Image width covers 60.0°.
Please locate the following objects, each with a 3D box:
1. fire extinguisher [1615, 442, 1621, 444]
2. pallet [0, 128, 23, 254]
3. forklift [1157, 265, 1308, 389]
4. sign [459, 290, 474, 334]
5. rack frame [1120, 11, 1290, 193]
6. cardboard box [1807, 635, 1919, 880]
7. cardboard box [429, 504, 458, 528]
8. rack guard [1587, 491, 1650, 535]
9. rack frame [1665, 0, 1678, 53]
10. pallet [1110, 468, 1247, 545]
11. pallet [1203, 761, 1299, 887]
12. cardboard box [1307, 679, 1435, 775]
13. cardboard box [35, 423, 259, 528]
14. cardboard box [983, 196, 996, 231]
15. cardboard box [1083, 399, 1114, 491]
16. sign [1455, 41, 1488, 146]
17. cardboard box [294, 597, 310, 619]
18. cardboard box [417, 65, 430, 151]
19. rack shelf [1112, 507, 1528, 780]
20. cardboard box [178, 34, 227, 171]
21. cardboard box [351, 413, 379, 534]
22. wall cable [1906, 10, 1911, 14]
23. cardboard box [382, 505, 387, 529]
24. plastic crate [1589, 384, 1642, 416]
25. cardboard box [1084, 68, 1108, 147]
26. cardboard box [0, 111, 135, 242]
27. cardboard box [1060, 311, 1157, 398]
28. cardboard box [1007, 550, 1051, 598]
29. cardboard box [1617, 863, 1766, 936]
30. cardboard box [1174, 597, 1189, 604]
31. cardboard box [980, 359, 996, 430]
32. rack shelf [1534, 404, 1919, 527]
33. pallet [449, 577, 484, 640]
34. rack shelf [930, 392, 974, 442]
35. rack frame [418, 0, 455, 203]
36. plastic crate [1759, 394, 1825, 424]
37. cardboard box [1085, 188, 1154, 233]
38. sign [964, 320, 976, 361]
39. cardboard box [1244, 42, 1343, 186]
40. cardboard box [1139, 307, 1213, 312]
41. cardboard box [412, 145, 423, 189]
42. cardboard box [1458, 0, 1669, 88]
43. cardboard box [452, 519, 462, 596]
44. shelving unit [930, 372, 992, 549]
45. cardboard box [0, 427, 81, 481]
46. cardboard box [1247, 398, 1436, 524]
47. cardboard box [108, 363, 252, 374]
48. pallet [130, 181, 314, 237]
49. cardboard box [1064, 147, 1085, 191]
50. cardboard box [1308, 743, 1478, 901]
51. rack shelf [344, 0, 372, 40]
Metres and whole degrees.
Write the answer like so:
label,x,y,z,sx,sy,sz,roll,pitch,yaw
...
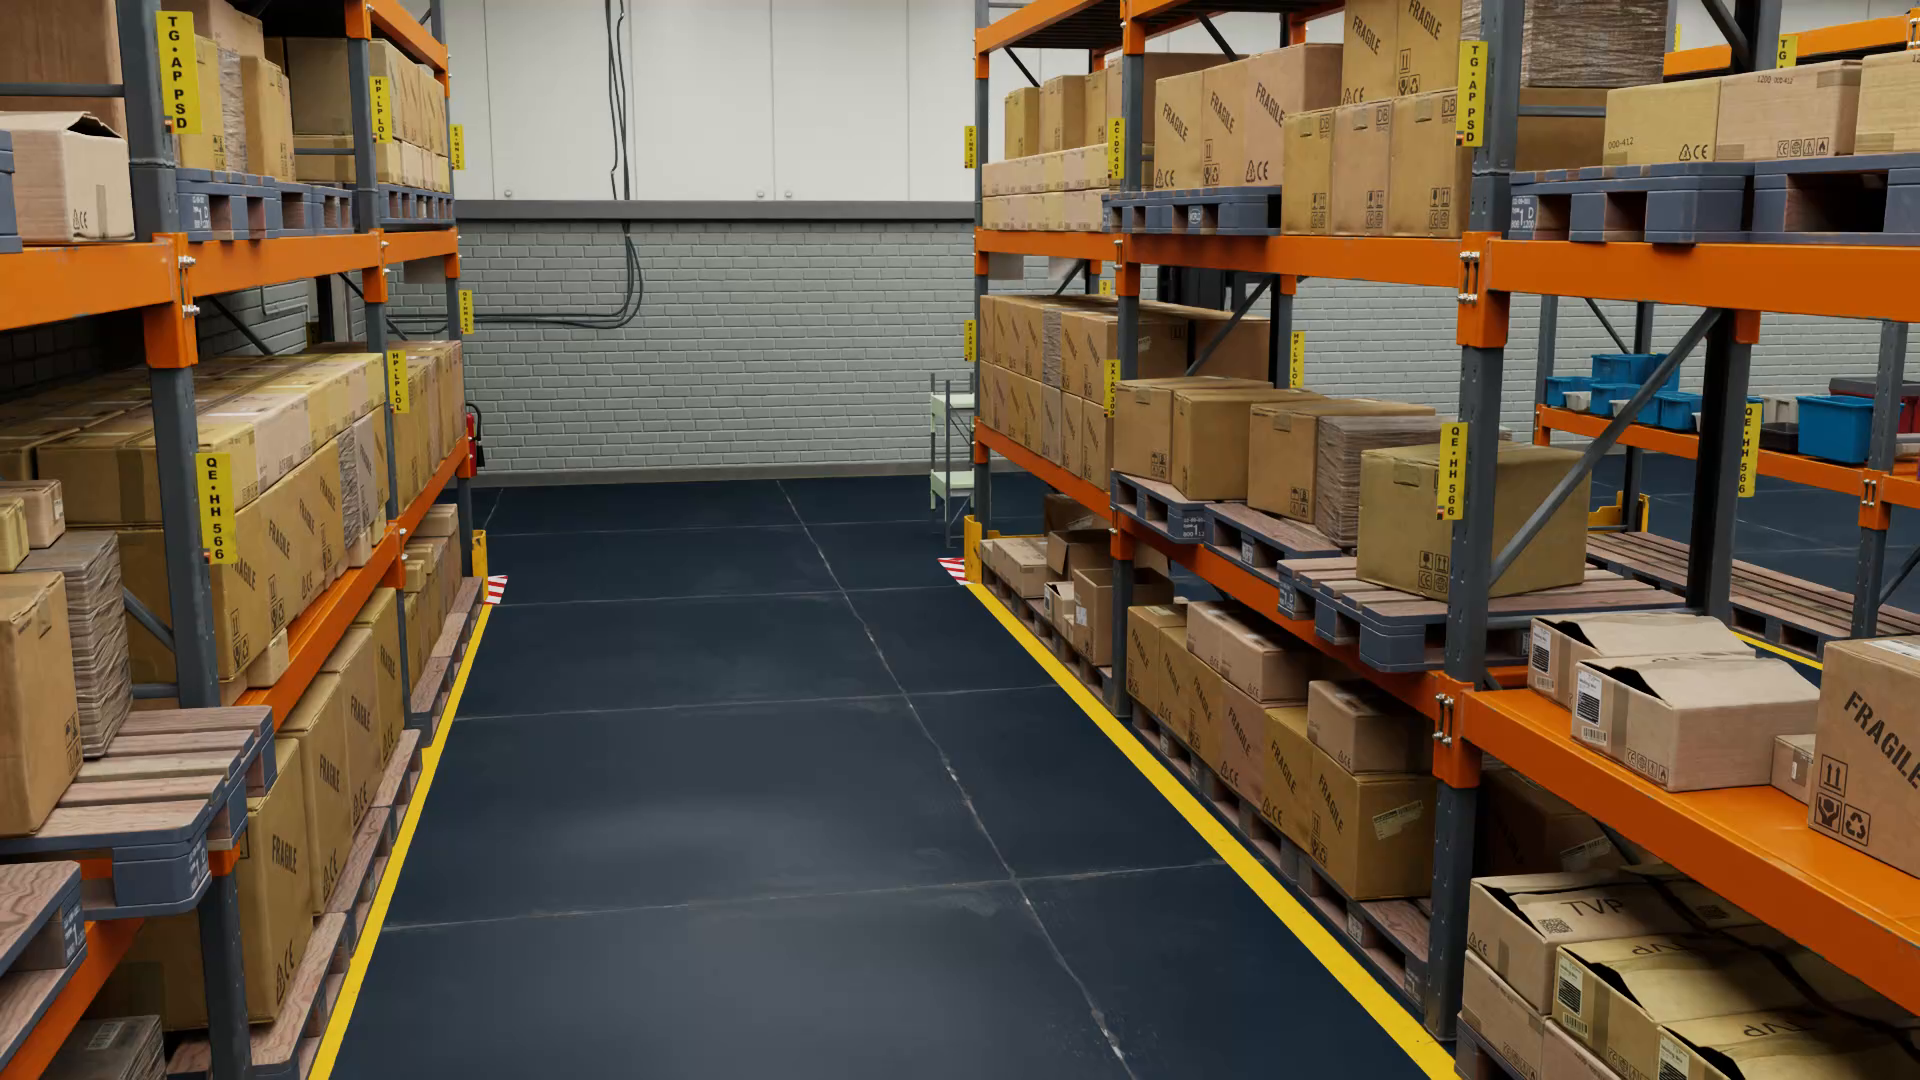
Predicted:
label,x,y,z,sx,sy,sz,roll,pitch,yaw
fire extinguisher,5.893,-1.189,14.679,0.296,0.674,0.183,-2,11,-11
pallet,-2.128,-0.493,2.300,1.213,0.211,1.003,-2,11,-11
forklift,2.660,-1.592,15.775,3.031,2.935,1.130,-3,11,-13
sign,-3.706,-1.708,12.472,0.100,0.325,0.005,-2,11,-11
rack frame,1.395,-3.400,9.047,1.000,3.000,0.127,-2,11,-11
cardboard box,2.515,0.539,4.130,0.500,0.500,0.500,-3,11,-14
cardboard box,-3.803,-0.161,11.902,0.380,0.149,0.250,-2,11,-12
rack guard,5.459,-0.142,14.660,1.175,0.500,0.348,-2,11,-11
rack frame,5.477,-4.313,13.844,1.000,3.000,0.127,-2,11,-11
pallet,1.443,-0.208,8.835,1.003,0.211,1.213,-2,11,-11
pallet,1.831,1.289,7.914,1.003,0.211,1.213,-2,11,-11
cardboard box,1.746,0.751,6.786,0.500,0.250,0.500,-2,11,-9
cardboard box,-2.526,-0.210,5.209,0.500,0.250,0.500,-2,11,-10
cardboard box,0.468,-2.483,12.652,0.500,0.250,0.500,-2,11,-11
cardboard box,1.046,-0.585,10.031,0.500,0.500,0.500,-2,11,-10
sign,1.640,-1.428,5.323,0.100,0.325,0.005,-2,11,-11
cardboard box,-2.831,0.225,6.663,0.380,0.149,0.250,-2,11,-11
cardboard box,-3.635,-2.718,10.489,0.500,0.500,0.500,-3,11,-14
rack shelf,1.784,0.267,7.748,1.077,0.370,4.000,-2,11,-11
cardboard box,-3.085,-1.561,5.965,0.700,0.500,0.500,-2,11,-8
cardboard box,-3.017,-0.309,7.733,0.500,0.500,0.500,-2,11,-11
wall cable,12.616,-7.236,20.597,2.277,5.999,0.120,-2,11,-11
cardboard box,-3.120,-0.107,8.408,0.380,0.149,0.250,-2,11,-10
plastic crate,5.330,-1.135,13.480,0.416,0.233,0.300,-2,11,-11
cardboard box,1.202,-2.743,10.675,0.700,0.500,0.500,-2,11,-11
cardboard box,-2.280,-0.856,3.887,0.500,0.311,0.500,-2,11,-11
cardboard box,0.940,-1.171,10.436,0.500,0.500,0.500,-2,11,-12
cardboard box,0.639,0.241,12.137,0.500,0.250,0.500,-2,11,-11
cardboard box,2.516,1.237,5.461,0.500,0.311,0.500,-2,11,-10
cardboard box,1.348,0.480,11.109,0.380,0.166,0.250,-2,11,-11
cardboard box,0.445,-1.145,12.975,0.500,0.500,0.500,-2,11,-10
rack shelf,5.866,-0.646,12.545,1.077,0.370,4.000,-2,11,-11
pallet,-4.009,0.508,12.018,1.003,0.211,1.213,-2,11,-11
rack shelf,0.001,-1.119,15.030,0.431,0.370,0.720,-2,11,-11
rack frame,-4.241,-3.953,11.951,1.000,3.000,0.127,-2,11,-11
plastic crate,6.138,-0.891,12.063,0.437,0.282,0.530,-2,11,-11
cardboard box,1.040,-1.932,9.759,0.500,0.250,0.500,-2,11,-11
sign,0.085,-1.592,13.278,0.100,0.325,0.005,-2,11,-11
cardboard box,1.683,-1.892,7.485,0.600,0.600,0.600,-3,11,-13
cardboard box,1.379,-1.279,11.005,0.500,0.500,0.500,-2,11,-13
cardboard box,-3.531,-2.252,10.046,0.500,0.250,0.500,-2,11,-13
cardboard box,2.094,-1.814,5.792,0.500,0.500,0.500,-2,11,-11
cardboard box,-4.007,0.141,12.051,0.700,0.500,0.500,-2,11,-11
shelving unit,0.001,-0.736,15.103,0.431,1.500,0.755,-2,11,-11
cardboard box,-3.028,-0.186,5.082,0.500,0.250,0.500,-2,11,-9
cardboard box,1.799,-0.387,7.869,0.700,0.500,0.500,-5,12,-25
cardboard box,-3.521,-0.656,7.553,0.500,0.250,0.500,-2,11,-10
pallet,-3.083,-1.241,6.228,1.003,0.211,1.213,-2,11,-8
cardboard box,0.940,-2.270,10.194,0.500,0.250,0.500,-2,11,-11
cardboard box,1.761,1.129,6.803,0.500,0.500,0.500,-2,11,-9
rack shelf,-3.074,-2.303,6.274,1.077,0.370,4.000,-2,11,-11
